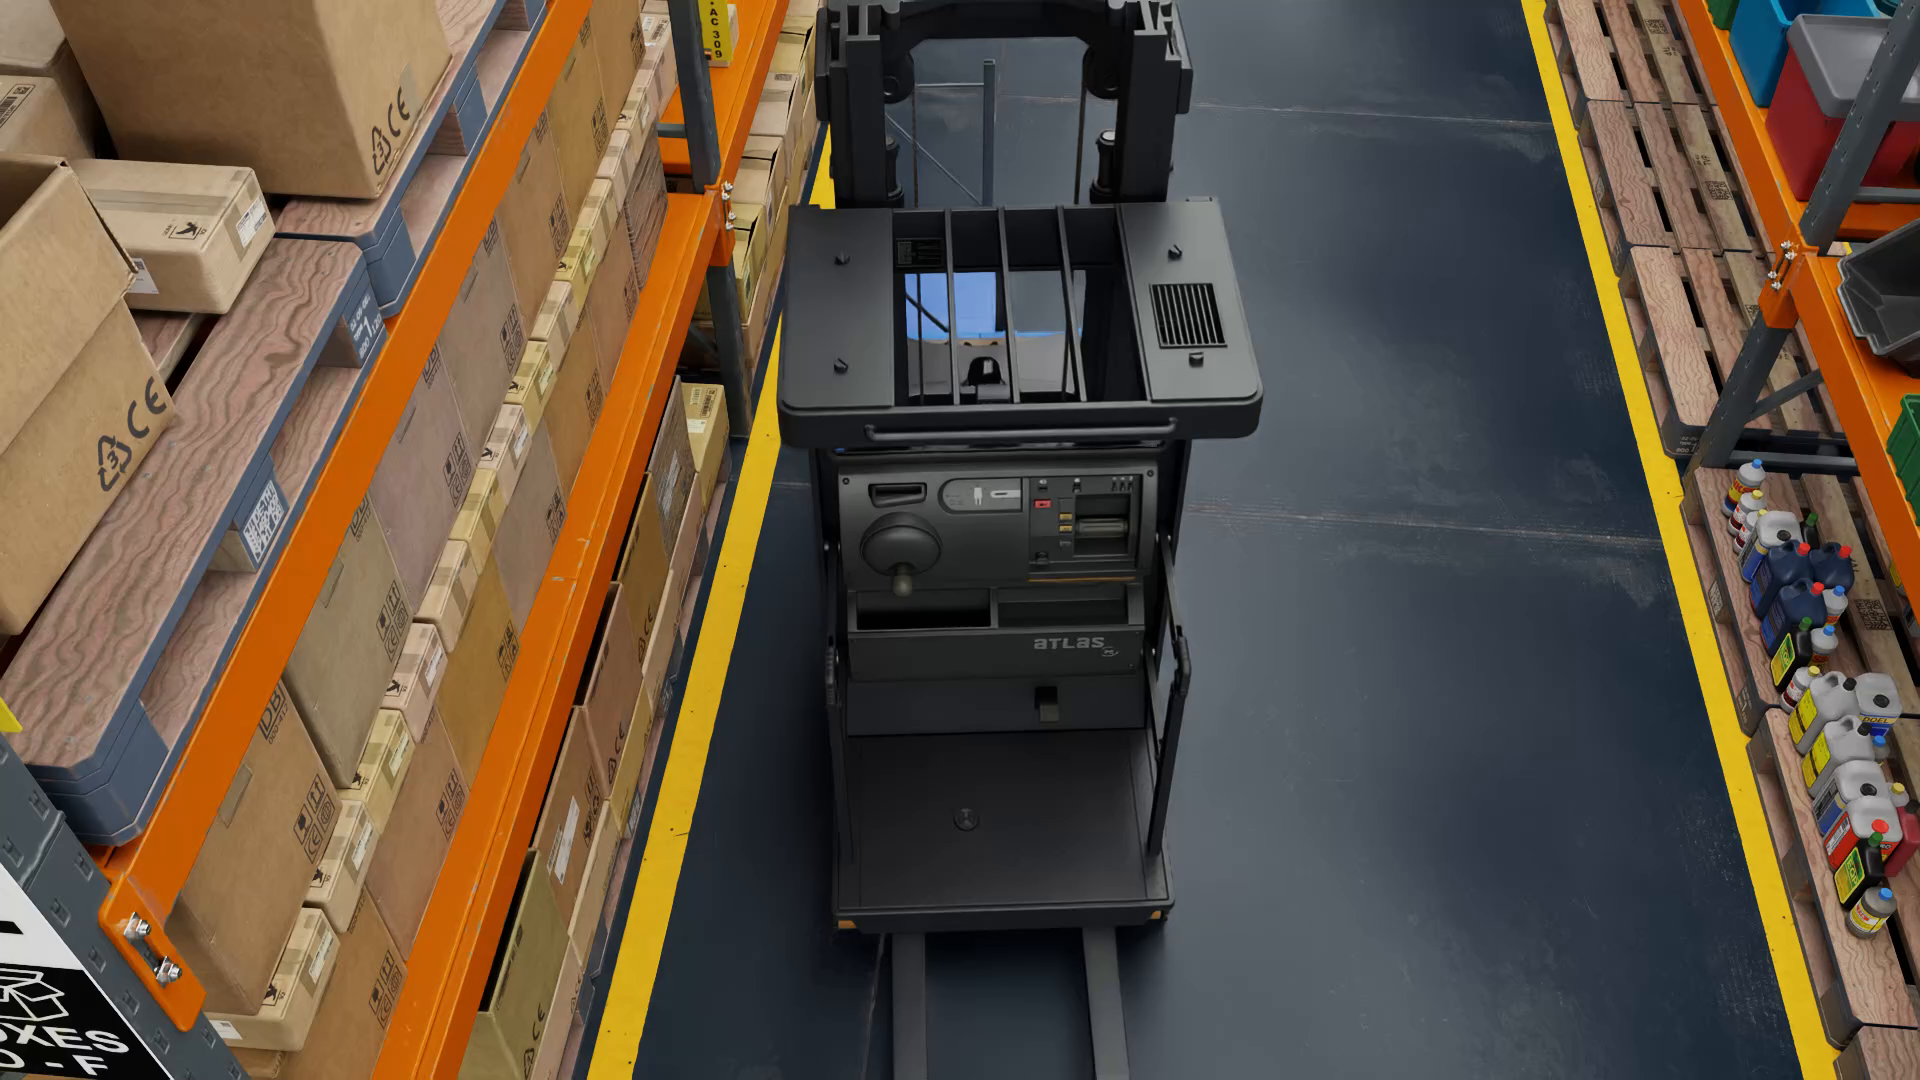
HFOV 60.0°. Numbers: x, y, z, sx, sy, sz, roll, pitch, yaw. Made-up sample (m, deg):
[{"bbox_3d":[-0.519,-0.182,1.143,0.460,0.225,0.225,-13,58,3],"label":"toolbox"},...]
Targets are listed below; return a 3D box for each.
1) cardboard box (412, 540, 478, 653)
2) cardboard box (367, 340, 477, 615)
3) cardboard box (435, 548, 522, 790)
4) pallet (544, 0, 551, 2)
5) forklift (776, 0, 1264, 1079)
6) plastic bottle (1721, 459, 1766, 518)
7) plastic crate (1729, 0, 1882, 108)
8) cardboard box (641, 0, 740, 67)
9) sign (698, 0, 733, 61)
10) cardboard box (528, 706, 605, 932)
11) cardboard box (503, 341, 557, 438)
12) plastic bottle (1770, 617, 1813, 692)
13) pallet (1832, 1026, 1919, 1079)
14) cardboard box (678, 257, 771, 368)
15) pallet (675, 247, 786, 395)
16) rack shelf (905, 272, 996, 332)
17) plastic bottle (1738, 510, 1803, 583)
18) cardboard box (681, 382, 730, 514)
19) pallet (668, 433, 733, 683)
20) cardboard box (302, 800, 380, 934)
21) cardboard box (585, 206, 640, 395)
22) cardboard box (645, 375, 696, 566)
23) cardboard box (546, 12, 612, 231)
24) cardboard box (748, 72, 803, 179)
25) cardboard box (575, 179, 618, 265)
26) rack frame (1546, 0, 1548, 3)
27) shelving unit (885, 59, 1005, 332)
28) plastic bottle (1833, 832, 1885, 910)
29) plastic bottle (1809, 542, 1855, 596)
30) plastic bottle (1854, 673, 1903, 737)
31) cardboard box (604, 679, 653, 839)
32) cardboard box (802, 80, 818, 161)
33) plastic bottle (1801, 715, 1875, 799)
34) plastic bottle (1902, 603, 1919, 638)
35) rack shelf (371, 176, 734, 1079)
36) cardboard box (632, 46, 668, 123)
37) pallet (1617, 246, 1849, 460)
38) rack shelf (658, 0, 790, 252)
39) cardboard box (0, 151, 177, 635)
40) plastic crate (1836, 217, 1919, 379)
[{"bbox_3d":[-1.424,0.132,4.115,0.380,0.149,0.250,2,48,2],"label":"cardboard box"},{"bbox_3d":[-1.619,-0.193,3.973,0.700,0.500,0.500,4,48,4],"label":"cardboard box"},{"bbox_3d":[-1.618,0.290,4.410,0.700,0.500,0.500,4,48,4],"label":"cardboard box"},{"bbox_3d":[-1.454,-1.876,4.486,1.003,0.211,1.213,4,48,4],"label":"pallet"},{"bbox_3d":[0.122,0.063,4.732,1.130,2.935,3.031,-1,48,-1],"label":"forklift"},{"bbox_3d":[3.064,-0.209,6.485,0.097,0.271,0.097,0,48,0],"label":"plastic bottle"},{"bbox_3d":[3.321,-2.012,6.595,0.392,0.384,0.575,4,48,4],"label":"plastic crate"},{"bbox_3d":[-1.118,-2.075,6.811,0.380,0.149,0.250,4,48,4],"label":"cardboard box"},{"bbox_3d":[-0.850,-1.805,5.754,0.100,0.325,0.005,4,48,4],"label":"sign"},{"bbox_3d":[-1.420,0.835,5.050,0.500,0.500,0.500,4,48,4],"label":"cardboard box"},{"bbox_3d":[-1.352,-0.432,4.631,0.380,0.149,0.250,5,48,5],"label":"cardboard box"},{"bbox_3d":[2.969,0.404,5.916,0.061,0.283,0.133,6,48,5],"label":"plastic bottle"},{"bbox_3d":[3.205,2.038,4.768,1.003,0.211,1.213,4,48,4],"label":"pallet"},{"bbox_3d":[-1.119,-1.016,7.251,0.500,0.250,0.500,3,48,3],"label":"cardboard box"},{"bbox_3d":[-1.374,-1.125,7.662,1.003,0.211,1.213,4,48,4],"label":"pallet"},{"bbox_3d":[-0.096,-0.843,6.774,0.538,0.185,1.000,-1,48,-1],"label":"rack shelf"},{"bbox_3d":[3.062,0.028,6.265,0.152,0.276,0.135,5,48,5],"label":"plastic bottle"},{"bbox_3d":[-1.227,-0.381,6.670,0.500,0.250,0.500,4,48,4],"label":"cardboard box"},{"bbox_3d":[-1.517,0.000,6.632,1.003,0.211,1.213,4,48,4],"label":"pallet"},{"bbox_3d":[-1.495,0.696,3.599,0.380,0.149,0.250,3,48,3],"label":"cardboard box"},{"bbox_3d":[-1.478,-0.841,5.445,0.700,0.500,0.500,3,48,3],"label":"cardboard box"},{"bbox_3d":[-1.284,-0.267,6.058,0.500,0.500,0.500,4,48,4],"label":"cardboard box"},{"bbox_3d":[-1.481,-1.296,4.982,0.700,0.500,0.500,4,48,3],"label":"cardboard box"},{"bbox_3d":[-1.020,-1.960,7.735,0.500,0.311,0.500,2,48,2],"label":"cardboard box"},{"bbox_3d":[-1.283,-0.993,5.144,0.380,0.149,0.250,4,48,3],"label":"cardboard box"},{"bbox_3d":[3.895,-4.126,8.517,1.000,3.000,0.127,4,48,4],"label":"rack frame"},{"bbox_3d":[-0.096,-0.964,6.641,0.538,1.500,1.048,-1,48,-1],"label":"shelving unit"},{"bbox_3d":[2.889,1.055,5.321,0.061,0.283,0.133,5,48,4],"label":"plastic bottle"},{"bbox_3d":[3.187,0.134,6.118,0.144,0.351,0.185,4,48,4],"label":"plastic bottle"},{"bbox_3d":[3.137,0.592,5.749,0.152,0.276,0.135,4,48,4],"label":"plastic bottle"},{"bbox_3d":[-1.358,0.722,5.661,0.500,0.250,0.500,4,48,4],"label":"cardboard box"},{"bbox_3d":[-0.979,-2.146,8.285,0.500,0.250,0.500,5,48,4],"label":"cardboard box"},{"bbox_3d":[2.970,0.712,5.589,0.144,0.351,0.185,6,48,5],"label":"plastic bottle"},{"bbox_3d":[3.591,0.227,6.084,0.152,0.276,0.135,4,48,4],"label":"plastic bottle"},{"bbox_3d":[-1.585,0.190,5.057,1.077,0.370,4.000,4,48,4],"label":"rack shelf"},{"bbox_3d":[-1.214,-1.561,5.663,0.380,0.149,0.250,4,48,3],"label":"cardboard box"},{"bbox_3d":[3.563,-0.825,7.387,1.003,0.211,1.213,4,48,4],"label":"pallet"},{"bbox_3d":[-1.220,-2.749,7.745,1.077,0.370,4.000,4,48,4],"label":"rack shelf"},{"bbox_3d":[-1.710,-0.241,2.481,0.797,0.503,0.637,7,48,6],"label":"cardboard box"},{"bbox_3d":[3.356,-0.789,5.507,0.767,0.338,0.504,4,48,4],"label":"plastic crate"}]
